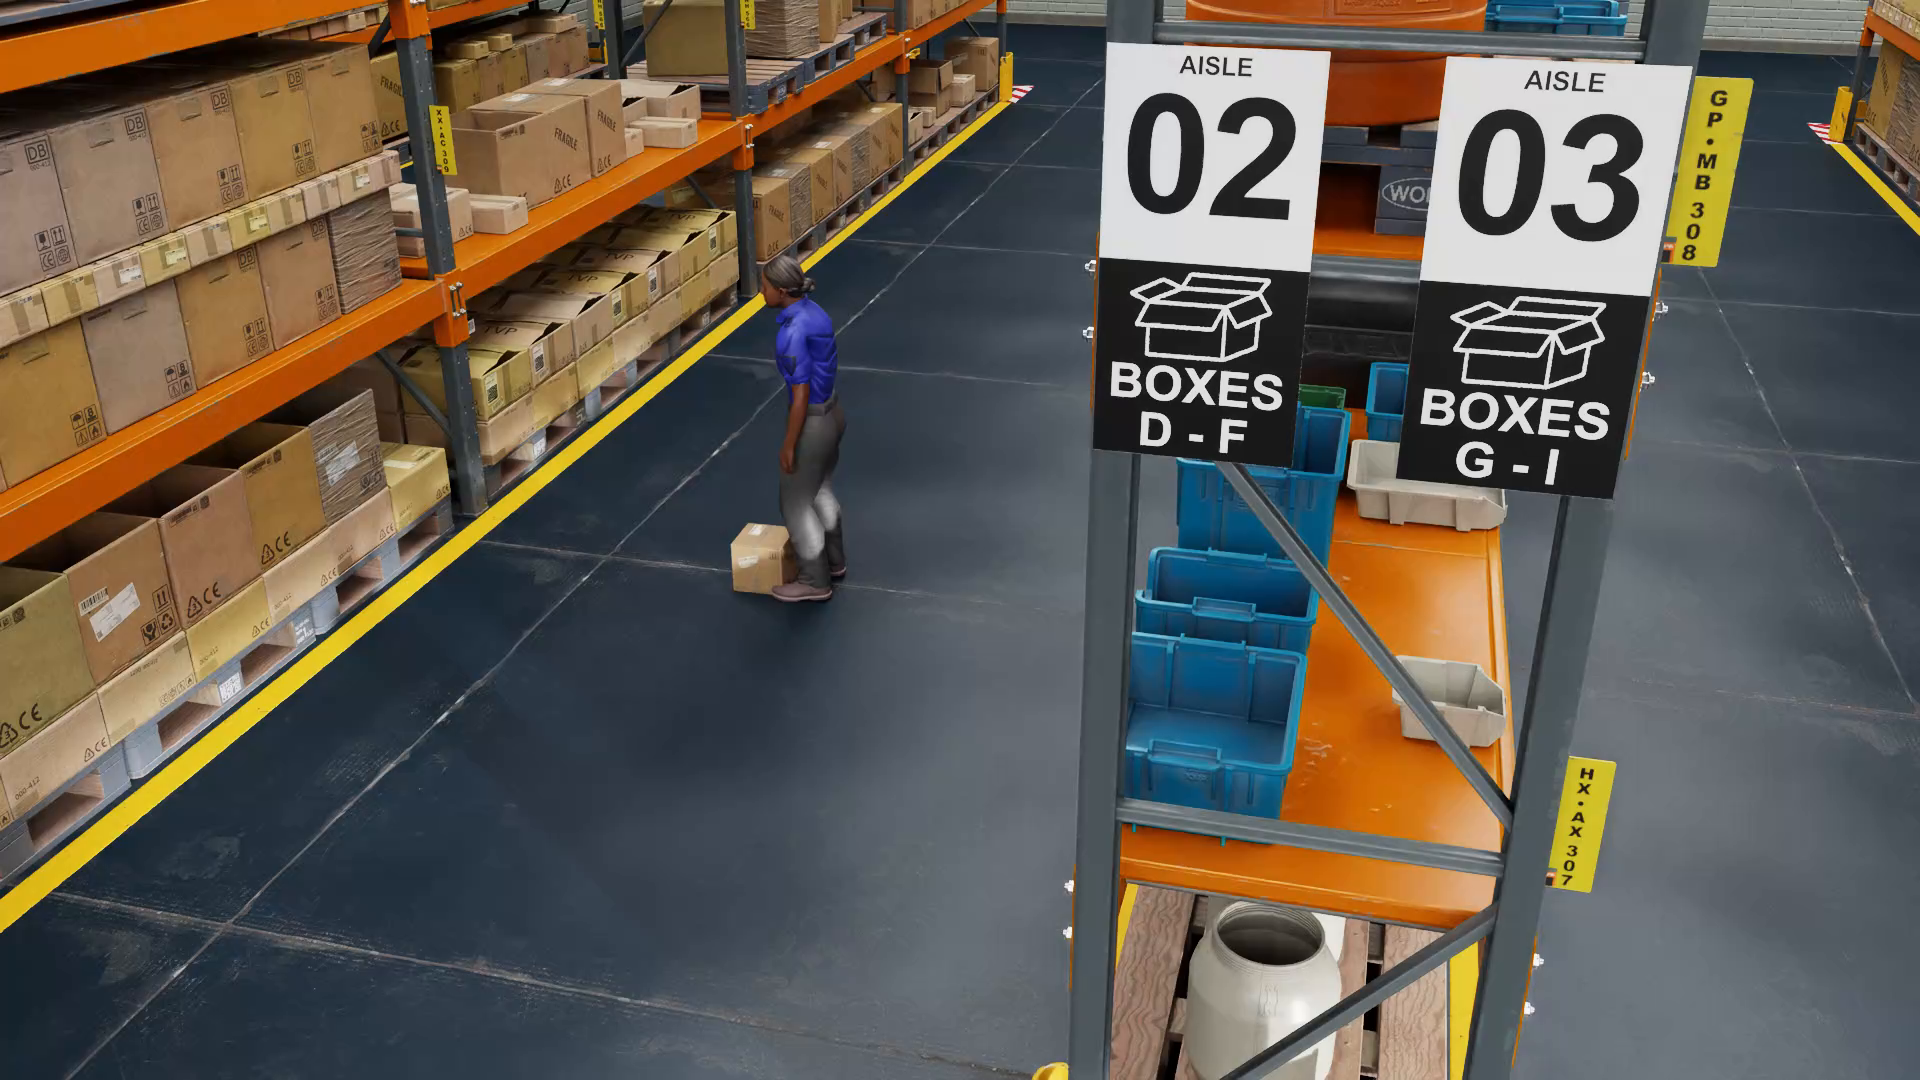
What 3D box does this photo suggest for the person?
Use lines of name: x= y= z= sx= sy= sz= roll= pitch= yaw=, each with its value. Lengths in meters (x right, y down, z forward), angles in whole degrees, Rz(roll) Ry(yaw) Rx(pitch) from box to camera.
person: x=-0.716 y=-0.518 z=7.703 sx=0.350 sy=1.654 sz=0.532 roll=5 pitch=26 yaw=10
